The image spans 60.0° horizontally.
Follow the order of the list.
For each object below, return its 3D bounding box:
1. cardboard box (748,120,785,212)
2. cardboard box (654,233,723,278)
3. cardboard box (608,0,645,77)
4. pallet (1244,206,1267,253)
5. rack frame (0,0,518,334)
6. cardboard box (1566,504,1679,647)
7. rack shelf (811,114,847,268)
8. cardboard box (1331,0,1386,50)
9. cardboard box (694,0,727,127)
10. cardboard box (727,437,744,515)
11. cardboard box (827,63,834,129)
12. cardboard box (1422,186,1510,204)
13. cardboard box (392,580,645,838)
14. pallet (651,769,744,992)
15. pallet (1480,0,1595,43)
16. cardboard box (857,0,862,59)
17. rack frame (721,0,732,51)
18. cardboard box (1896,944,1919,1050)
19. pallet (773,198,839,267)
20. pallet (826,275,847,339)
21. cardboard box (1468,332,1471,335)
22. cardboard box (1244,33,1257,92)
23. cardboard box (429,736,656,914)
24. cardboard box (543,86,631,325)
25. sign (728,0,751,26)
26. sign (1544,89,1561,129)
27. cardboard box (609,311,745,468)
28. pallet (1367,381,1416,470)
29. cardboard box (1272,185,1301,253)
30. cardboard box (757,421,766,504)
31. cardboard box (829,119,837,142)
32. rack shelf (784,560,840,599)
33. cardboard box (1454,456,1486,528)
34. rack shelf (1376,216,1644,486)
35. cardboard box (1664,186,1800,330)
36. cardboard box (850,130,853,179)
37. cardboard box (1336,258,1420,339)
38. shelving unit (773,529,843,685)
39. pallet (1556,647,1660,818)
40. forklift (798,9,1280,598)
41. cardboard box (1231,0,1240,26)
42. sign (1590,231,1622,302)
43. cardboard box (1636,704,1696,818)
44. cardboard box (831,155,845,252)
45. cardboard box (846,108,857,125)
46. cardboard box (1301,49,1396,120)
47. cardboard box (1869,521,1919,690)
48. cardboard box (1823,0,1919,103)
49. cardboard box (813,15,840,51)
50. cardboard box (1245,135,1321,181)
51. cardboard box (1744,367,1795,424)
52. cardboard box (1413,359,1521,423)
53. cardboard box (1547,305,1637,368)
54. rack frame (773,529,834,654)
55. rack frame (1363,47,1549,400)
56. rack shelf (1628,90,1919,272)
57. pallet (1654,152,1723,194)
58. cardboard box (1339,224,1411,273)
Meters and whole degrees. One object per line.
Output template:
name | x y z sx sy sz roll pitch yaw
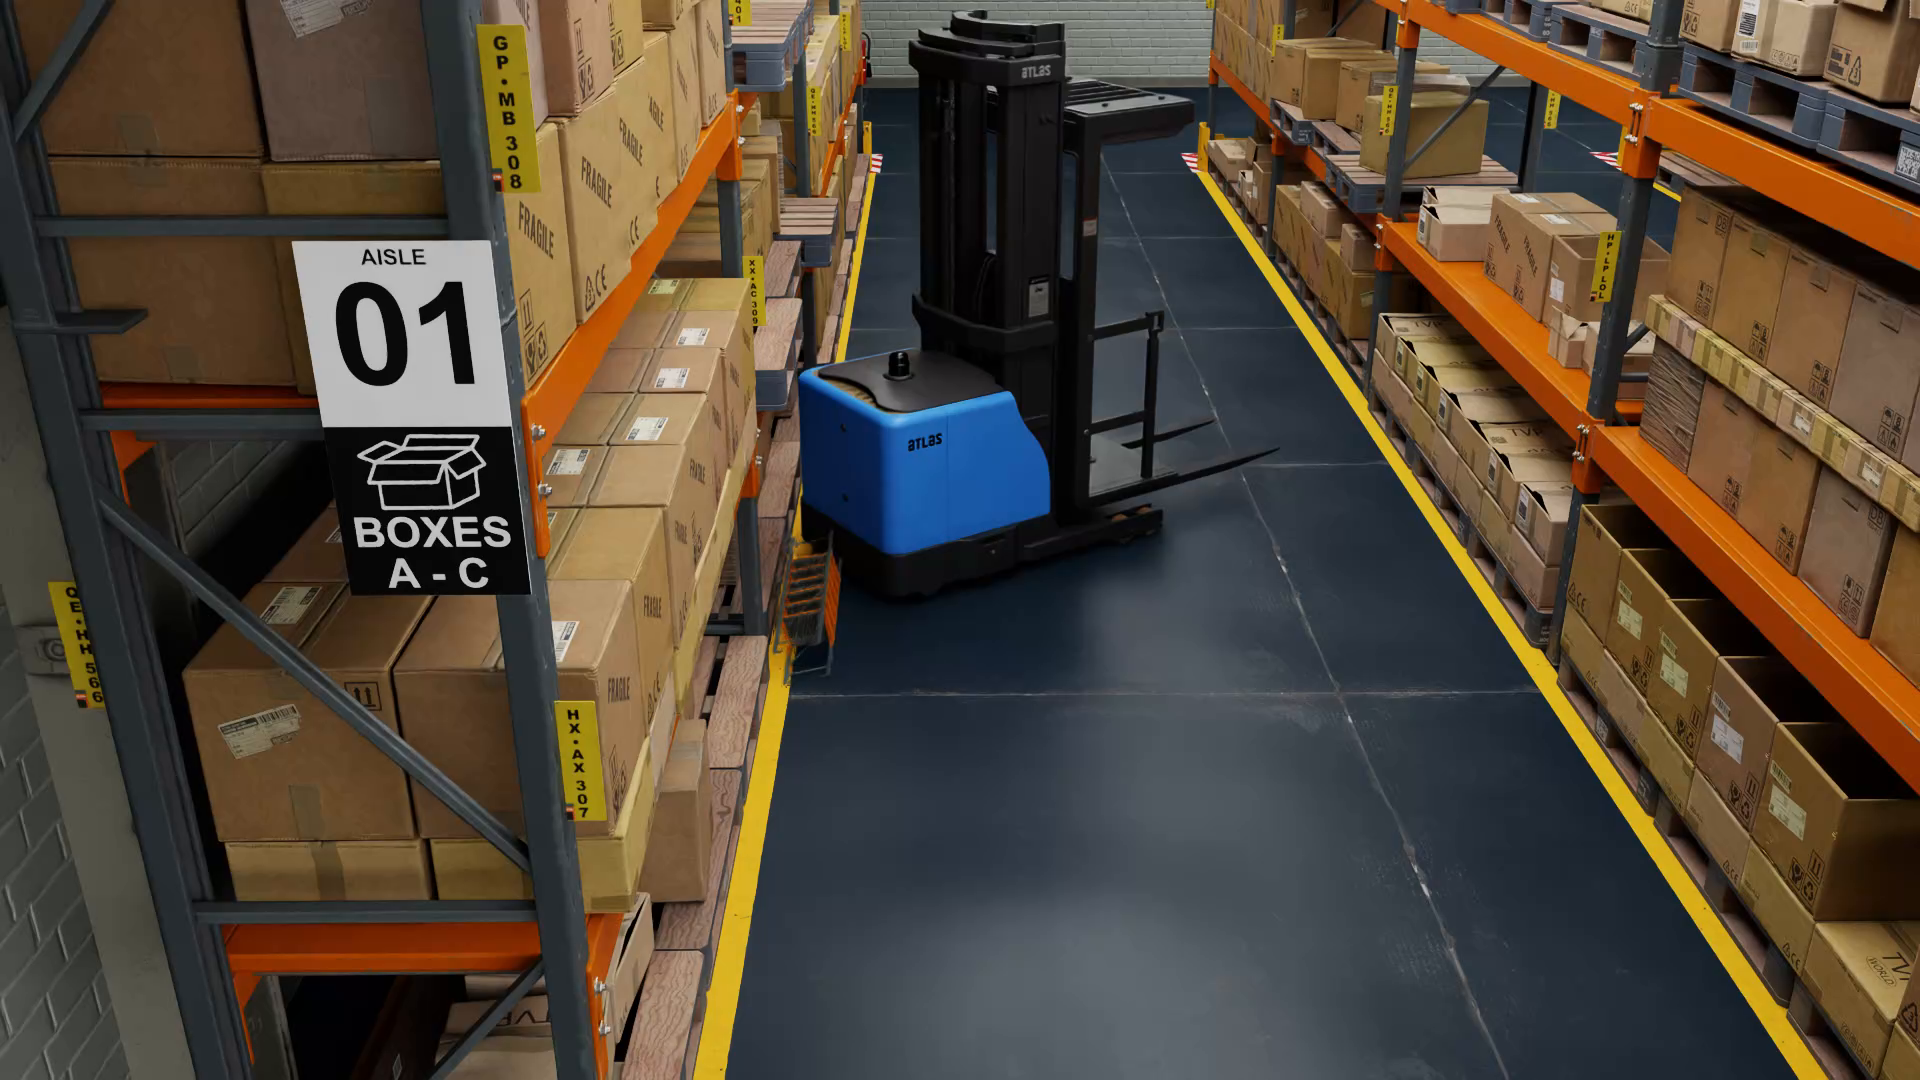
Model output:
cardboard box | -1.509 -2.431 10.829 0.700 0.500 0.500 -3 25 -7
cardboard box | -1.452 -1.186 8.077 0.700 0.500 0.500 0 24 0
cardboard box | -1.170 -1.537 4.509 0.500 0.500 0.500 0 24 1
pallet | 3.379 -3.063 16.266 1.003 0.211 1.213 0 24 -1
rack frame | -1.437 -1.815 2.844 1.000 3.000 0.127 0 24 -1
cardboard box | 3.165 0.158 7.677 0.500 0.500 0.500 0 24 -1
rack shelf | -1.546 -2.875 13.339 1.077 0.370 4.000 0 24 -1
cardboard box | 3.662 -4.747 15.271 0.500 0.500 0.500 0 24 1
cardboard box | -1.228 -1.943 6.622 0.500 0.500 0.500 0 24 1
cardboard box | -1.175 -0.272 6.869 0.500 0.250 0.500 0 24 0
cardboard box | -1.298 -3.611 13.586 0.500 0.500 0.500 0 24 0
cardboard box | 3.390 -2.211 11.108 0.500 0.311 0.500 1 24 3
cardboard box | -1.141 0.438 4.390 0.500 0.500 0.500 0 24 0
pallet | -1.421 1.321 6.573 1.003 0.211 1.213 0 24 -1
pallet | 3.541 -2.943 9.206 1.003 0.211 1.213 1 24 2
cardboard box | -1.596 -5.601 18.131 0.980 0.700 0.700 1 24 2
rack frame | -1.480 -3.464 6.488 1.000 3.000 0.127 0 24 -1
cardboard box | 3.213 1.394 4.944 0.500 0.500 0.500 0 24 -1
pallet | -1.410 -1.998 10.760 1.213 0.211 1.003 0 24 -1
pallet | -1.468 -1.935 13.771 1.003 0.211 1.213 0 24 -1
cardboard box | 3.681 -1.381 11.311 0.500 0.311 0.500 0 24 1
cardboard box | 3.109 -4.725 16.436 0.500 0.500 0.500 0 24 1
cardboard box | -1.125 0.775 4.555 0.500 0.250 0.500 -1 24 -2
cardboard box | -1.161 -0.864 4.234 0.500 0.500 0.500 1 24 3
sign | -0.938 -2.338 7.012 0.100 0.325 0.005 0 24 -1
sign | 3.984 -2.934 11.191 0.100 0.325 0.005 0 24 -1
cardboard box | -1.155 -0.614 6.714 0.500 0.500 0.500 0 24 -1
pallet | 3.399 -0.792 11.246 1.003 0.211 1.213 0 24 -1
cardboard box | 3.147 -2.912 15.047 0.500 0.500 0.500 -1 24 -3
cardboard box | -1.526 -0.518 9.755 0.700 0.500 0.500 0 24 0
cardboard box | -1.235 -3.464 14.049 0.380 0.149 0.250 0 24 -1
rack shelf | -0.780 0.234 8.781 0.258 0.180 0.103 -12 27 5
cardboard box | 3.169 -0.281 9.559 0.500 0.250 0.500 0 24 1
rack shelf | 3.451 -1.250 9.747 1.077 0.370 4.000 0 24 -1
cardboard box | 3.484 -1.208 7.085 0.700 0.500 0.500 0 24 0
cardboard box | -1.492 -4.026 17.535 0.700 0.500 0.500 -1 24 -2
cardboard box | 3.184 -1.848 12.696 0.500 0.500 0.500 1 24 2
shelving unit | -0.778 0.324 8.608 0.258 0.189 1.200 -12 27 5
pallet | 3.440 0.844 7.627 1.003 0.211 1.213 0 24 -1
forklift | 0.589 -1.481 9.467 3.031 2.935 1.130 -16 29 -31
cardboard box | 3.097 -5.594 17.144 0.500 0.500 0.500 0 24 0
sign | 2.931 -1.239 7.540 0.100 0.325 0.005 0 24 -1
cardboard box | 3.176 0.912 6.920 0.500 0.250 0.500 0 24 -1
cardboard box | -1.431 -2.971 14.779 0.750 0.750 0.750 0 24 0
cardboard box | -1.316 -4.577 17.967 0.380 0.149 0.250 0 24 1
cardboard box | 3.238 -3.808 13.899 0.700 0.500 0.500 4 25 8
cardboard box | 3.514 0.235 5.468 0.700 0.500 0.500 0 24 0
cardboard box | 3.365 -1.744 5.521 0.797 0.503 0.637 2 24 5
cardboard box | -1.307 -4.367 14.350 0.500 0.250 0.500 0 24 1
cardboard box | 3.360 -3.888 17.201 0.797 0.503 0.637 0 24 -1
cardboard box | 3.295 -0.562 6.445 0.380 0.149 0.250 -1 24 -2
cardboard box | 3.159 -0.952 10.363 0.500 0.311 0.500 -1 24 -2
cardboard box | 3.280 -1.054 8.604 0.396 0.266 0.258 -1 24 -2
rack frame | -0.798 0.246 8.566 0.240 0.006 1.200 -12 27 5
rack frame | 3.429 -2.402 11.421 1.000 3.000 0.127 0 24 -1
rack shelf | 3.495 -0.969 5.485 1.077 0.370 4.000 0 24 -1
pallet | 8.265 -4.109 18.579 1.003 0.211 1.213 0 24 -1
cardboard box | 3.180 -2.213 12.592 0.500 0.250 0.500 1 24 1
